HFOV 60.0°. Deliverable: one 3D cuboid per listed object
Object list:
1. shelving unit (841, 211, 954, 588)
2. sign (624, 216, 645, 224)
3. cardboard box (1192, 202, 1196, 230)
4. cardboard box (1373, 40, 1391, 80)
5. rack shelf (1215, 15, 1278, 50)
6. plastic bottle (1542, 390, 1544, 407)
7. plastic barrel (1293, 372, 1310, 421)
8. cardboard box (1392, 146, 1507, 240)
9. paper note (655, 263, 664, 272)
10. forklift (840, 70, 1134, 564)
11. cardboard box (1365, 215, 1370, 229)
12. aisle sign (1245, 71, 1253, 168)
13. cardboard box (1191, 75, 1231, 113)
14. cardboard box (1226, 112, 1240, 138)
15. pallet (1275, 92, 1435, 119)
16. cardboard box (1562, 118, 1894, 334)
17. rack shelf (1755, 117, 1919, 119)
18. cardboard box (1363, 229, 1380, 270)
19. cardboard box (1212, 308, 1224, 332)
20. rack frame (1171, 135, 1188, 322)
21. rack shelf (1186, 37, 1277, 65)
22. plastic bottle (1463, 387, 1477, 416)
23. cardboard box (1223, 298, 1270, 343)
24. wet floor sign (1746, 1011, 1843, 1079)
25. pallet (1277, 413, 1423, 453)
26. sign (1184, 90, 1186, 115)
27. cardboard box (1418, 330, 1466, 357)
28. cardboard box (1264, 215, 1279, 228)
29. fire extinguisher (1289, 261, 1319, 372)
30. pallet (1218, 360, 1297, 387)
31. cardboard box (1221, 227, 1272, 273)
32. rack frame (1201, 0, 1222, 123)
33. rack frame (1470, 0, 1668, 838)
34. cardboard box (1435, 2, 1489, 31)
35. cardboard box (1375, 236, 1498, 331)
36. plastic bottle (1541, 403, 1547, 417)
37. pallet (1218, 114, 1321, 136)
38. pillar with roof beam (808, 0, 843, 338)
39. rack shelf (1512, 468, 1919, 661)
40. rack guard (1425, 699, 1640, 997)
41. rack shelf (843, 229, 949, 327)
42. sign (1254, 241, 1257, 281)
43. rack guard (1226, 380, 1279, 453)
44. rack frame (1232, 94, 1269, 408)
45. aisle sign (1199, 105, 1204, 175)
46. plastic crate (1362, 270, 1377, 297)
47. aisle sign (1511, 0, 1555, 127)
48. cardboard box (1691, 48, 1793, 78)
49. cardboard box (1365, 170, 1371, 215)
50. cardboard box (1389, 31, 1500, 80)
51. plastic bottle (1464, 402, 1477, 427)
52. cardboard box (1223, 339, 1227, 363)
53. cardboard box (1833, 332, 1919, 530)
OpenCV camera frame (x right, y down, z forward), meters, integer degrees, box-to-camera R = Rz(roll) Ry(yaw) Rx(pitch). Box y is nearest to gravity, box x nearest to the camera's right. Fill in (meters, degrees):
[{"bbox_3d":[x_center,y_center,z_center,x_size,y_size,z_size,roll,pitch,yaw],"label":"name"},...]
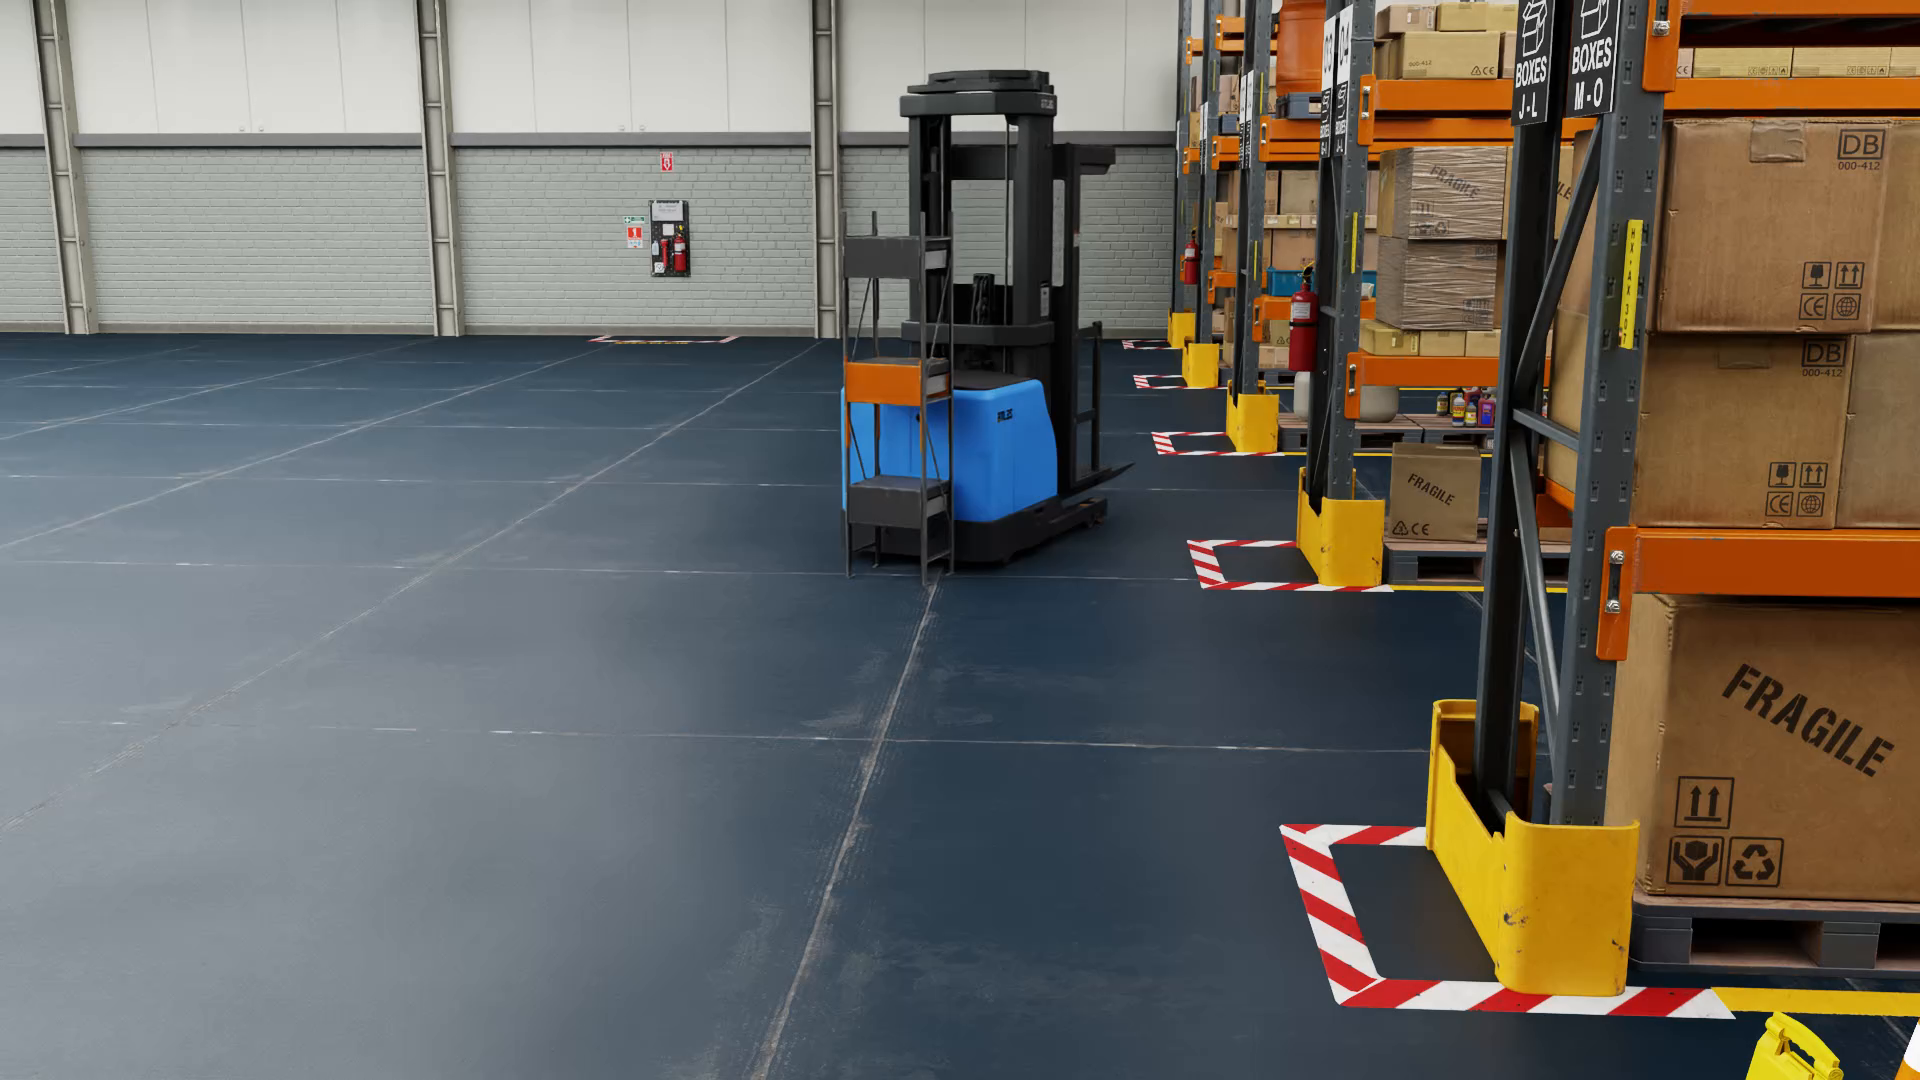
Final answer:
[{"bbox_3d":[-0.347,-0.814,9.532,0.503,2.100,0.431,5,13,24],"label":"shelving unit"},{"bbox_3d":[-5.039,-4.952,25.733,0.331,0.109,0.001,1,12,4],"label":"sign"},{"bbox_3d":[3.680,-4.698,24.386,0.500,0.500,0.500,1,12,3],"label":"cardboard box"},{"bbox_3d":[2.701,-2.762,9.685,0.500,0.250,0.500,1,12,5],"label":"cardboard box"},{"bbox_3d":[4.864,-5.707,18.805,4.000,0.370,1.077,1,12,4],"label":"rack shelf"},{"bbox_3d":[5.150,-1.235,14.922,0.135,0.276,0.152,1,12,4],"label":"plastic bottle"},{"bbox_3d":[3.195,-1.328,14.841,0.421,0.512,0.421,0,12,0],"label":"plastic barrel"},{"bbox_3d":[2.733,-1.942,9.315,0.500,0.500,0.500,1,12,4],"label":"cardboard box"},{"bbox_3d":[-4.670,-4.234,25.833,0.142,0.148,0.016,1,12,4],"label":"paper note"},{"bbox_3d":[0.355,-1.550,11.021,1.130,2.935,3.031,6,13,25],"label":"forklift"},{"bbox_3d":[4.530,-3.645,19.040,0.250,0.149,0.380,1,12,3],"label":"cardboard box"},{"bbox_3d":[2.442,-3.547,14.050,0.004,0.787,0.394,1,12,4],"label":"aisle sign"},{"bbox_3d":[3.564,-6.319,23.589,0.500,0.500,0.500,0,12,0],"label":"cardboard box"},{"bbox_3d":[4.046,-5.814,23.618,0.500,0.500,0.500,2,12,8],"label":"cardboard box"},{"bbox_3d":[3.352,-3.678,14.160,1.213,0.211,1.003,1,12,4],"label":"pallet"},{"bbox_3d":[2.138,-0.899,4.735,0.550,0.550,0.875,1,12,4],"label":"cardboard box"},{"bbox_3d":[8.520,-3.368,13.972,4.000,0.370,1.077,1,12,4],"label":"rack shelf"},{"bbox_3d":[4.878,-3.365,19.283,0.500,0.500,0.700,1,12,5],"label":"cardboard box"},{"bbox_3d":[3.880,-3.229,24.370,0.500,0.311,0.500,-1,12,-3],"label":"cardboard box"},{"bbox_3d":[3.195,-4.357,24.273,0.127,3.000,1.000,1,12,4],"label":"rack frame"},{"bbox_3d":[5.191,-6.913,23.602,4.000,0.370,1.077,1,12,4],"label":"rack shelf"},{"bbox_3d":[4.645,-1.271,15.096,0.135,0.276,0.152,1,12,4],"label":"plastic bottle"},{"bbox_3d":[3.423,-2.626,19.852,0.500,0.500,0.500,1,12,4],"label":"cardboard box"},{"bbox_3d":[1.609,1.247,3.232,0.232,0.644,0.267,-1,12,-6],"label":"wet floor sign"},{"bbox_3d":[3.423,-0.965,14.866,1.213,0.211,1.003,1,12,4],"label":"pallet"},{"bbox_3d":[3.159,-6.143,23.347,0.005,0.325,0.100,1,12,4],"label":"sign"},{"bbox_3d":[2.719,-1.139,9.500,0.250,0.149,0.380,1,12,4],"label":"cardboard box"},{"bbox_3d":[3.509,-3.659,19.108,0.250,0.149,0.380,0,12,2],"label":"cardboard box"},{"bbox_3d":[2.119,-1.380,10.226,0.183,0.674,0.296,1,12,4],"label":"fire extinguisher"},{"bbox_3d":[3.634,-1.979,19.711,1.213,0.211,1.003,1,12,4],"label":"pallet"},{"bbox_3d":[3.333,-3.385,19.382,0.500,0.500,0.700,1,12,4],"label":"cardboard box"},{"bbox_3d":[2.868,-6.282,18.821,0.127,3.000,1.000,1,12,4],"label":"rack frame"},{"bbox_3d":[1.770,-0.310,4.923,0.127,3.000,1.000,1,12,4],"label":"rack frame"},{"bbox_3d":[2.714,-2.837,9.073,0.250,0.149,0.380,1,12,5],"label":"cardboard box"},{"bbox_3d":[2.749,-1.503,9.657,0.500,0.500,0.875,1,12,4],"label":"cardboard box"},{"bbox_3d":[5.067,-1.080,14.367,0.097,0.201,0.097,0,12,0],"label":"plastic bottle"},{"bbox_3d":[3.572,-4.755,19.065,1.213,0.211,1.003,1,12,4],"label":"pallet"},{"bbox_3d":[-2.323,-6.664,20.646,0.400,9.000,9.100,1,12,4],"label":"pillar with roof beam"},{"bbox_3d":[3.766,0.070,4.866,4.000,0.370,1.077,1,12,4],"label":"rack shelf"},{"bbox_3d":[1.746,0.913,5.181,0.348,0.500,1.175,1,12,4],"label":"rack guard"},{"bbox_3d":[-0.347,-1.486,9.391,0.480,0.518,0.431,5,13,24],"label":"rack shelf"},{"bbox_3d":[2.492,-2.357,14.032,0.005,0.325,0.100,1,12,4],"label":"sign"},{"bbox_3d":[2.612,-1.119,14.895,0.348,0.500,1.175,1,12,4],"label":"rack guard"},{"bbox_3d":[2.533,-2.334,14.598,0.127,3.000,1.000,1,12,4],"label":"rack frame"},{"bbox_3d":[2.822,-4.679,19.460,0.004,0.787,0.394,1,12,4],"label":"aisle sign"},{"bbox_3d":[3.700,-2.305,14.824,0.408,0.251,0.499,1,12,4],"label":"plastic crate"},{"bbox_3d":[1.720,-1.645,4.954,0.004,0.787,0.394,1,12,4],"label":"aisle sign"},{"bbox_3d":[4.195,-2.638,9.092,0.500,0.250,0.500,1,12,5],"label":"cardboard box"},{"bbox_3d":[4.414,-4.007,19.184,0.500,0.500,0.700,1,12,4],"label":"cardboard box"},{"bbox_3d":[2.666,-2.657,9.185,0.500,0.250,0.500,1,12,5],"label":"cardboard box"},{"bbox_3d":[4.425,-1.089,14.409,0.097,0.201,0.097,0,12,0],"label":"plastic bottle"},{"bbox_3d":[3.423,-2.258,19.927,0.500,0.250,0.500,1,12,4],"label":"cardboard box"},{"bbox_3d":[2.694,-0.384,4.913,0.550,0.550,0.875,1,12,4],"label":"cardboard box"}]
